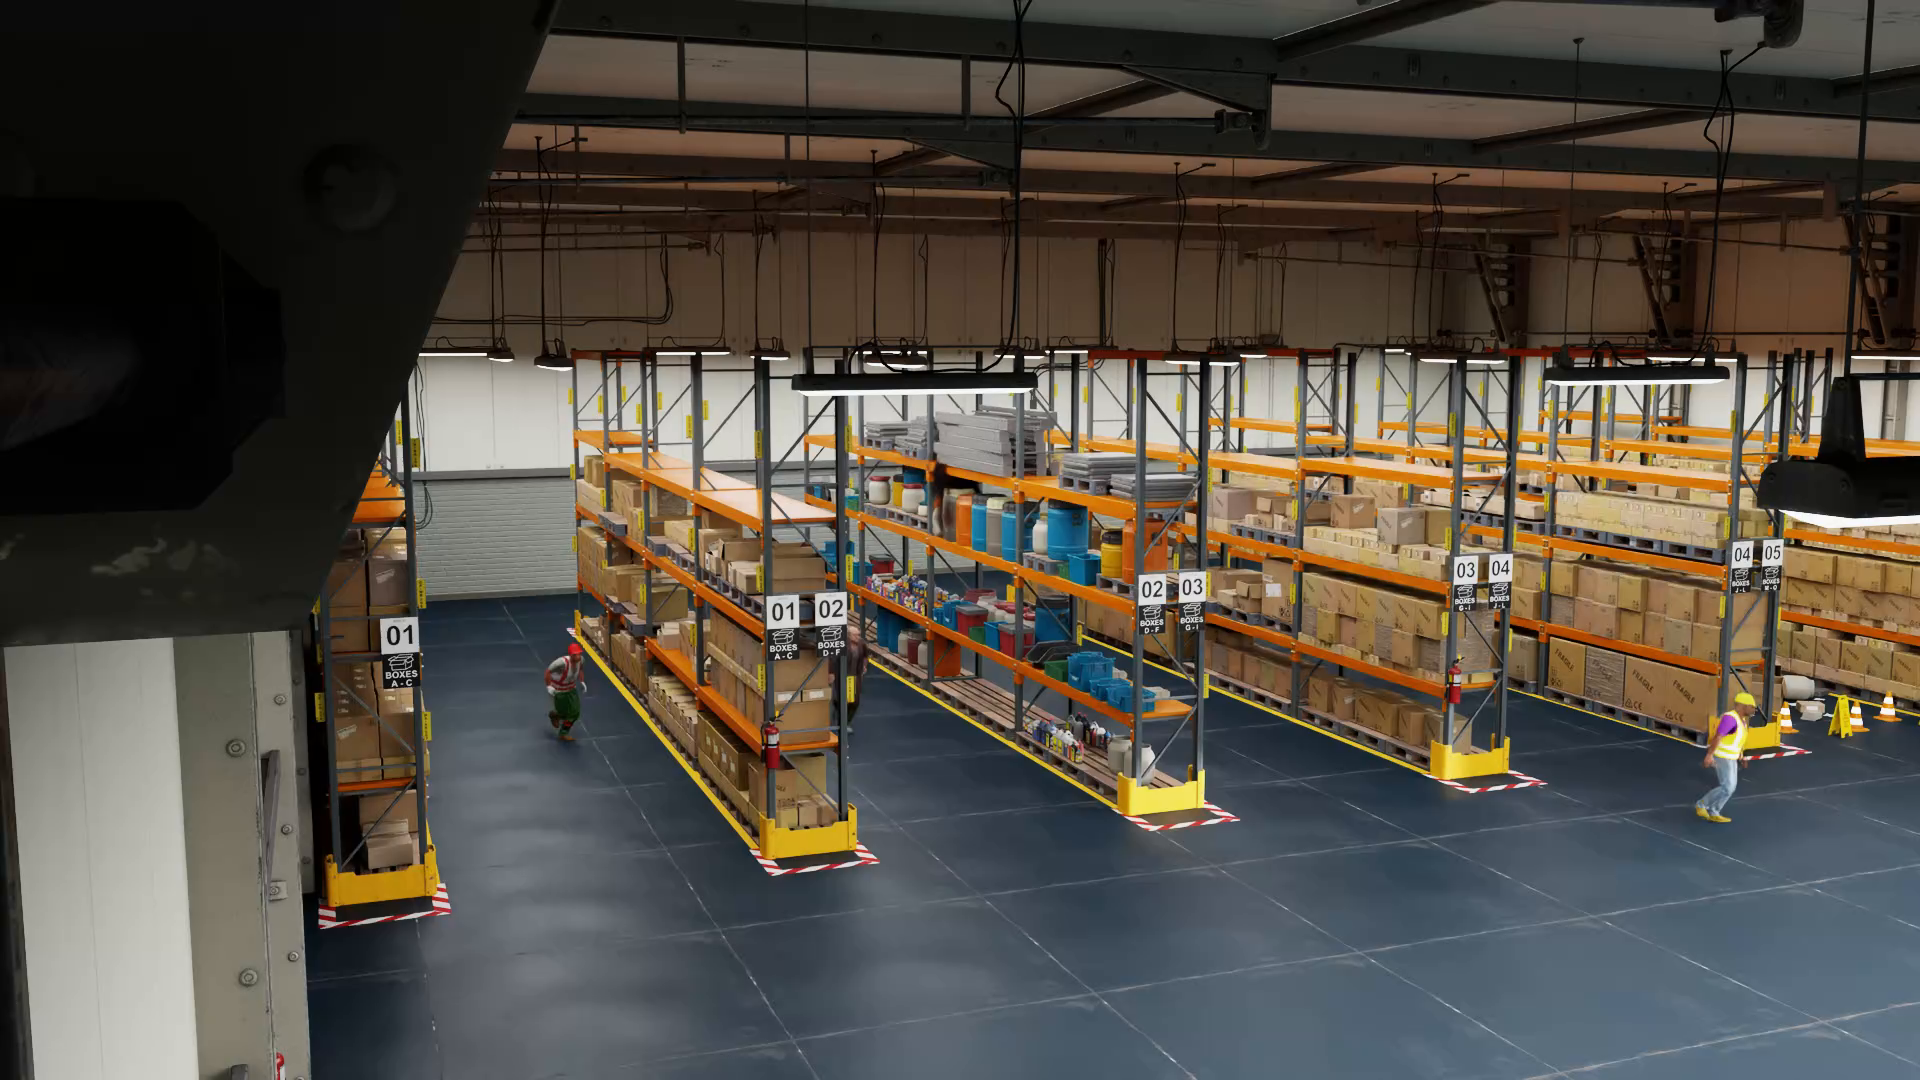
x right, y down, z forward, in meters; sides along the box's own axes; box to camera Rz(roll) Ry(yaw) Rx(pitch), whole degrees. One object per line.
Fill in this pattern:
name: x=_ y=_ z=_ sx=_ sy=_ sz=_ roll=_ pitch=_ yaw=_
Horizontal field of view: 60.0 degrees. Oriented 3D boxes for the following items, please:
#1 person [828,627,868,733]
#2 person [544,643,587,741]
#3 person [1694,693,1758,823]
person: x=-1.779 y=2.170 z=26.456 sx=0.691 sy=1.641 sz=0.747 roll=-5 pitch=9 yaw=-36
person: x=-6.170 y=2.347 z=25.858 sx=0.674 sy=1.582 sz=0.994 roll=-7 pitch=10 yaw=-43
person: x=9.894 y=2.815 z=21.483 sx=0.637 sy=1.717 sz=0.747 roll=6 pitch=9 yaw=38
